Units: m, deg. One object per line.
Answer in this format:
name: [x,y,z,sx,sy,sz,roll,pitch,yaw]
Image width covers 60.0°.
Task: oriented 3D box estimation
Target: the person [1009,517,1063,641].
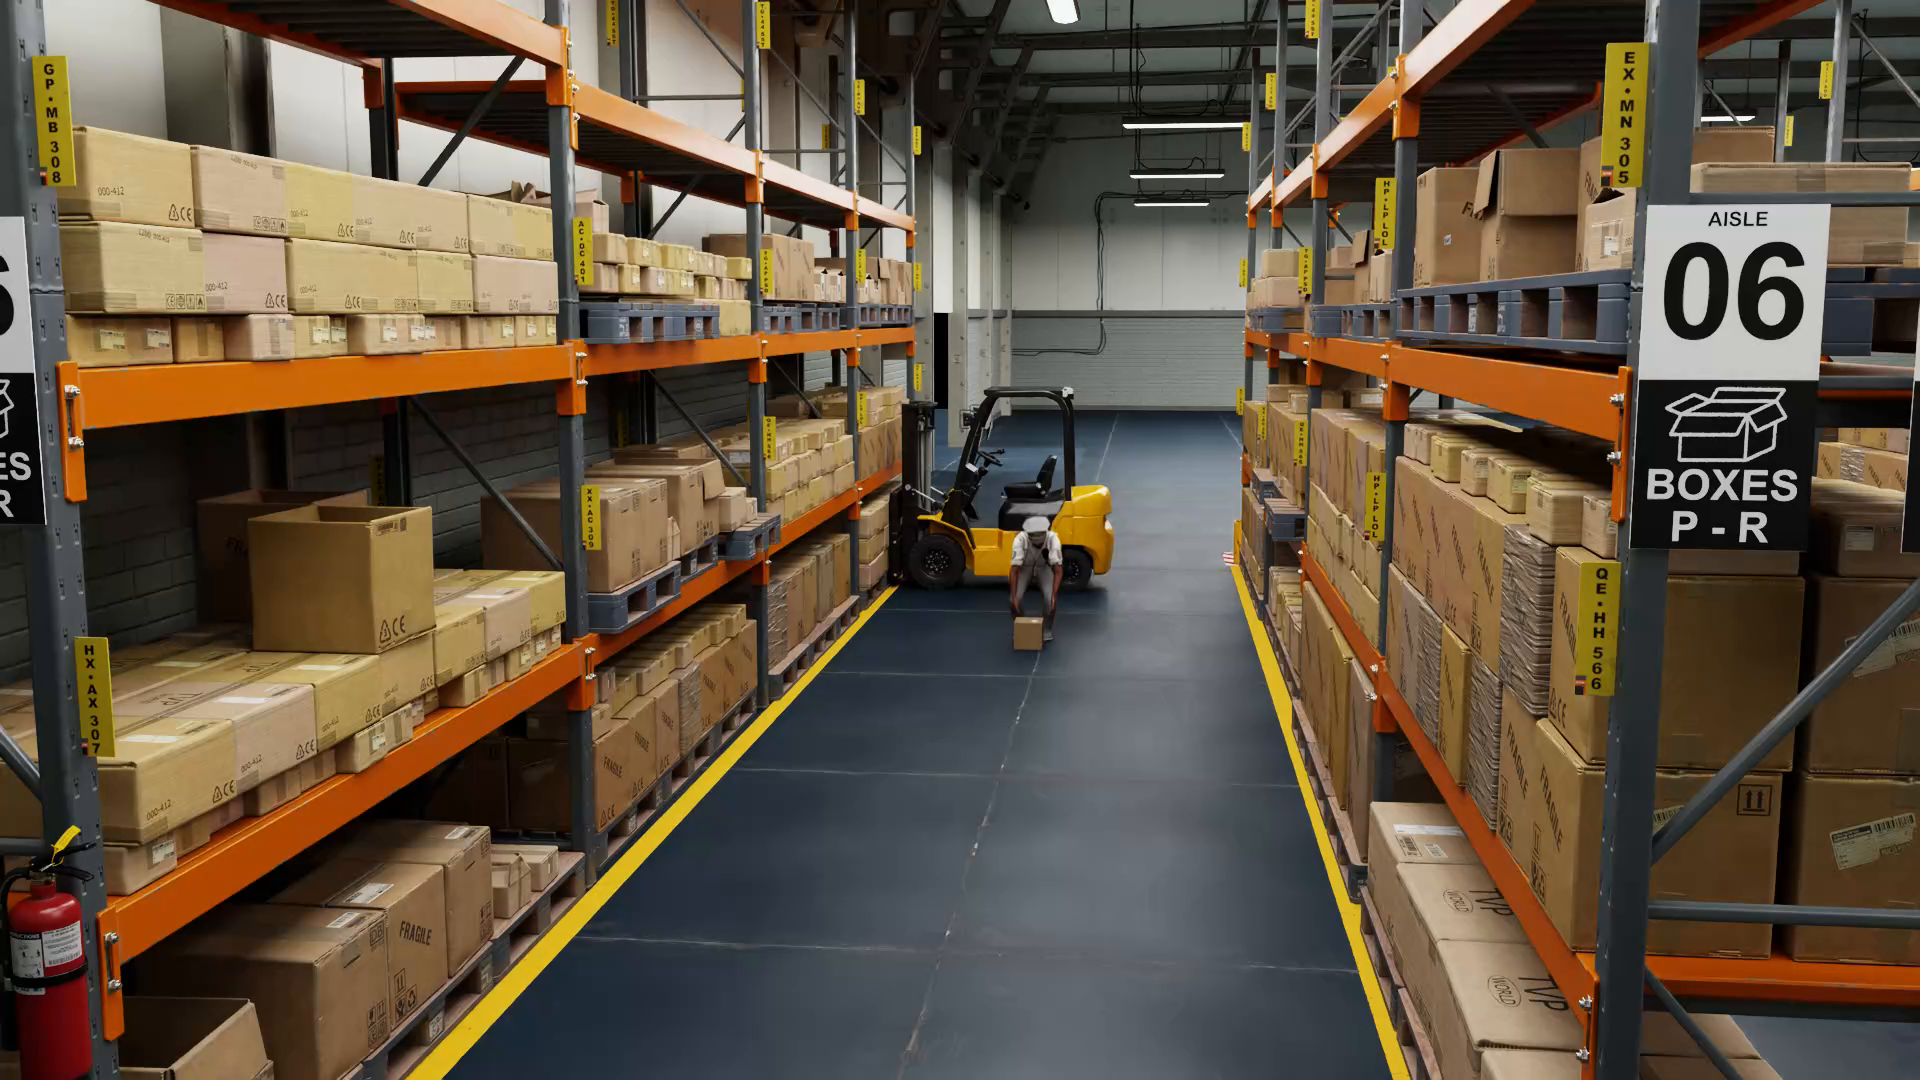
person: [0.698,0.343,15.156,0.495,1.162,0.811,1,8,6]
